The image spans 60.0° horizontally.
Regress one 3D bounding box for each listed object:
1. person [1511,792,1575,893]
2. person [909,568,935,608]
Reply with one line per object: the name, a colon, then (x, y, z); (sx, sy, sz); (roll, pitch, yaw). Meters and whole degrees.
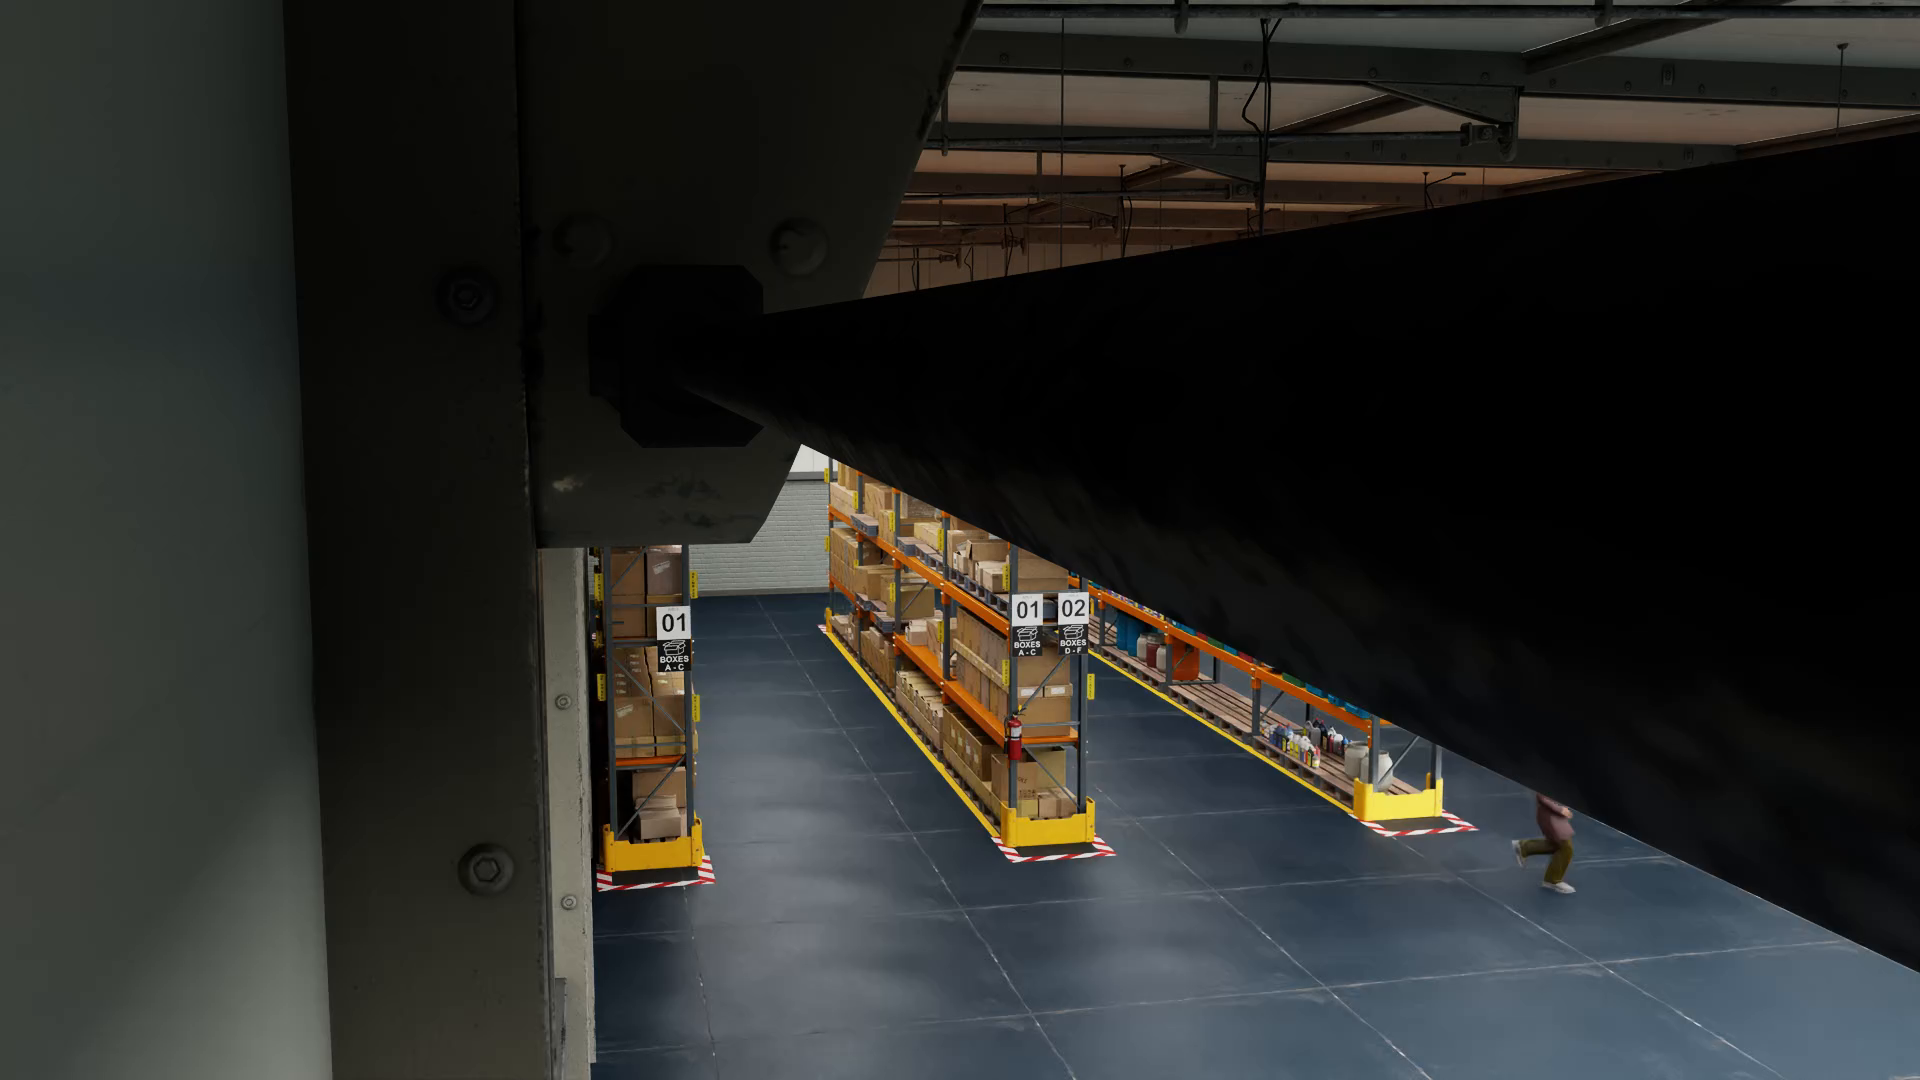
person: (6.779, 3.202, 19.268); (0.714, 1.733, 0.742); (2, 7, 18)
person: (-0.837, 1.017, 37.387); (0.812, 1.792, 0.662); (3, 7, 24)
